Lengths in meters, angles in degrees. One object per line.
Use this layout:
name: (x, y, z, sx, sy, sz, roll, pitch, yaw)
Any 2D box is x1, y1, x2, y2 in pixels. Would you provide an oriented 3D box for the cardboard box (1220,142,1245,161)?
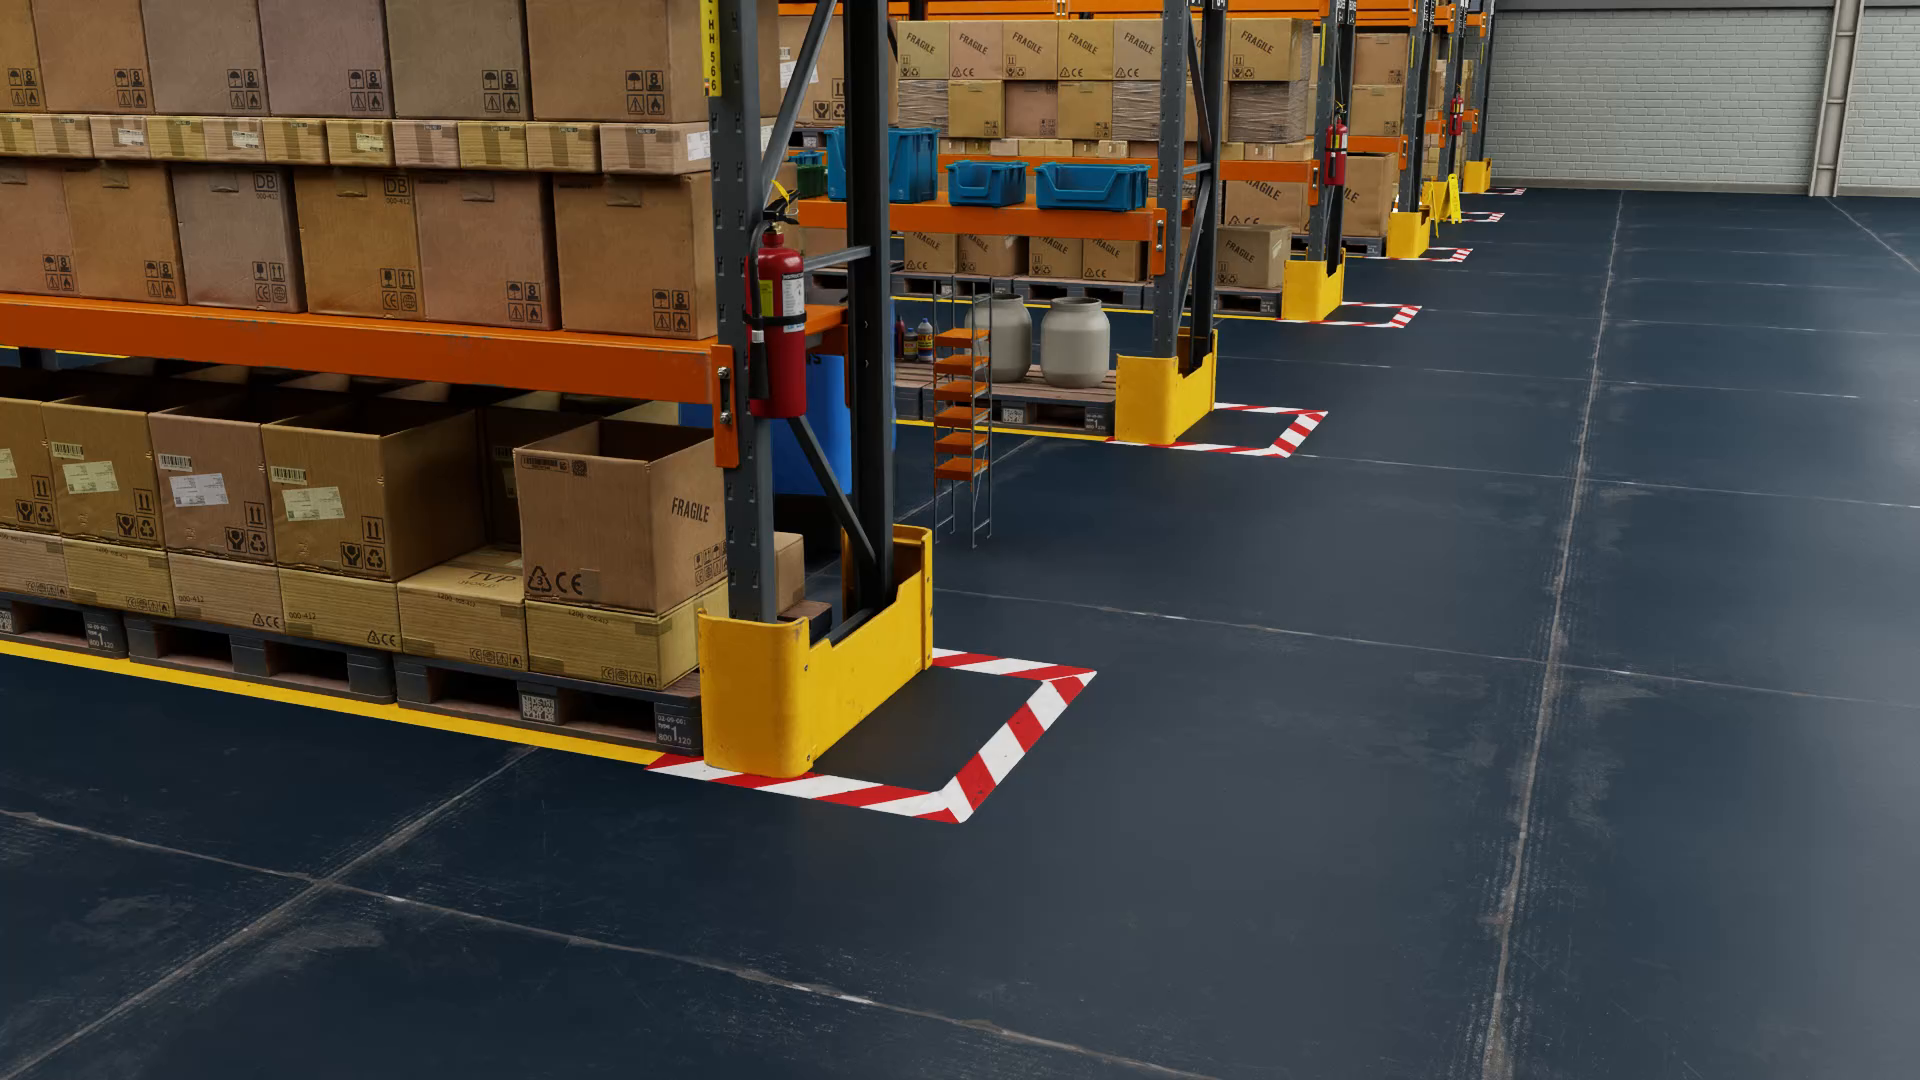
cardboard box: (2.335, -3.331, 14.216, 0.250, 0.149, 0.380, 6, 17, 21)

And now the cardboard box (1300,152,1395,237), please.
cardboard box: (4.419, -3.947, 18.948, 0.875, 0.875, 0.875, 6, 17, 21)

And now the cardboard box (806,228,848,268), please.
cardboard box: (-1.124, -2.926, 16.067, 0.500, 0.500, 0.700, 5, 17, 16)

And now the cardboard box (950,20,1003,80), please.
cardboard box: (0.230, -4.355, 14.789, 0.500, 0.500, 0.500, 6, 17, 21)

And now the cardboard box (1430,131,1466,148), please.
cardboard box: (8.071, -6.623, 27.493, 0.500, 0.250, 0.500, 7, 18, 22)

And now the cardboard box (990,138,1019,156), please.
cardboard box: (0.453, -3.519, 14.867, 0.250, 0.149, 0.380, 6, 17, 21)

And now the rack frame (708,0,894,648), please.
rack frame: (-0.478, -0.869, 5.286, 0.127, 3.000, 1.000, 6, 17, 21)

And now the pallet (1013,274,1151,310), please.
pallet: (1.216, -2.324, 15.299, 1.213, 0.211, 1.003, 6, 17, 21)

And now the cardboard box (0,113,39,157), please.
cardboard box: (-3.302, -1.482, 6.054, 0.250, 0.149, 0.380, 6, 17, 20)

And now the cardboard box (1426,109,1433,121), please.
cardboard box: (6.370, -5.870, 22.964, 0.250, 0.149, 0.380, 7, 18, 22)

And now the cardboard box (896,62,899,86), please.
cardboard box: (-0.529, -5.856, 20.493, 0.500, 0.500, 0.700, 6, 17, 20)

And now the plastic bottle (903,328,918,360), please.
plastic bottle: (-0.326, -1.297, 10.992, 0.097, 0.201, 0.097, 0, 16, 0)

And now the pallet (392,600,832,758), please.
pallet: (-1.205, 0.403, 5.907, 1.213, 0.211, 1.003, 6, 17, 21)

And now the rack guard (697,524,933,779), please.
rack guard: (-0.456, 0.334, 5.626, 0.348, 0.500, 1.175, 6, 17, 21)

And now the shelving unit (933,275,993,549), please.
shelving unit: (0.013, -0.575, 7.501, 0.189, 1.200, 0.258, 6, 17, 21)

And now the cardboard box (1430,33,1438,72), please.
cardboard box: (6.241, -6.674, 22.778, 0.500, 0.500, 0.700, 6, 17, 19)

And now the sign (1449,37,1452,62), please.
sign: (6.574, -6.574, 22.294, 0.005, 0.325, 0.100, 6, 17, 21)

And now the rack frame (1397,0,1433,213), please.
rack frame: (5.074, -4.714, 18.530, 0.127, 3.000, 1.000, 6, 17, 21)

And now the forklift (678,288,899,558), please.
forklift: (-1.864, -1.506, 7.603, 3.031, 2.935, 1.130, 3, 16, 10)

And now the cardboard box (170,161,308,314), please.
cardboard box: (-2.349, -1.126, 5.991, 0.500, 0.500, 0.700, 7, 18, 22)

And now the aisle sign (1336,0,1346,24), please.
aisle sign: (3.108, -4.602, 13.482, 0.004, 0.787, 0.394, 6, 17, 21)

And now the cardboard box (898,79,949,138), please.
cardboard box: (-0.165, -3.976, 15.275, 0.500, 0.500, 0.875, 6, 17, 21)

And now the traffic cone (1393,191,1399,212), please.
traffic cone: (5.923, -4.499, 22.341, 0.334, 0.463, 0.336, 6, 17, 21)

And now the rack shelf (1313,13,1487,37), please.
rack shelf: (6.754, -8.595, 27.810, 4.000, 0.370, 1.077, 6, 17, 21)

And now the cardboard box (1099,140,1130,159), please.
cardboard box: (1.385, -3.419, 14.520, 0.250, 0.149, 0.380, 6, 17, 21)

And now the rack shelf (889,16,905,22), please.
rack shelf: (-2.506, -8.126, 26.194, 4.000, 0.370, 1.077, 6, 17, 21)

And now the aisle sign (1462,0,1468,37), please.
aisle sign: (6.968, -7.330, 22.881, 0.004, 0.787, 0.394, 6, 17, 21)

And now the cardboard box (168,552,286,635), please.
cardboard box: (-2.485, 0.121, 6.054, 0.500, 0.250, 0.500, 6, 17, 21)

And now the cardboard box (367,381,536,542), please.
cardboard box: (-1.831, -0.321, 6.233, 0.500, 0.500, 0.500, 6, 17, 21)

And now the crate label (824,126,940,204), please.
crate label: (-0.469, -2.288, 10.112, 0.616, 0.435, 0.502, 6, 17, 21)

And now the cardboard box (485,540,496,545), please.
cardboard box: (-1.827, 0.036, 6.348, 0.500, 0.250, 0.500, 6, 17, 21)

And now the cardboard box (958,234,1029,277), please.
cardboard box: (0.332, -2.740, 15.462, 0.500, 0.500, 0.500, 13, 21, 38)

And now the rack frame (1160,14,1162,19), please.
rack frame: (3.075, -6.417, 24.397, 0.127, 3.000, 1.000, 6, 17, 21)

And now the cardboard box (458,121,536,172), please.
cardboard box: (-1.385, -1.270, 5.327, 0.250, 0.149, 0.380, 6, 17, 20)

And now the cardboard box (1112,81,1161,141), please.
cardboard box: (1.700, -3.774, 14.581, 0.500, 0.500, 0.875, 6, 17, 21)

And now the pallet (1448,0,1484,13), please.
pallet: (7.966, -8.773, 27.290, 1.213, 0.211, 1.003, 6, 17, 21)

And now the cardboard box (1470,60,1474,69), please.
cardboard box: (8.380, -7.888, 27.587, 0.250, 0.149, 0.380, 6, 17, 20)

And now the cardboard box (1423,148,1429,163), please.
cardboard box: (7.584, -6.440, 27.757, 0.500, 0.250, 0.500, 6, 17, 20)

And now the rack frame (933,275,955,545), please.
rack frame: (-0.072, -0.584, 7.534, 0.006, 1.200, 0.240, 6, 17, 21)

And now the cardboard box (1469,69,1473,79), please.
cardboard box: (8.394, -7.757, 27.671, 0.250, 0.149, 0.380, 6, 17, 19)

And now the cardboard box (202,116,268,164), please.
cardboard box: (-2.347, -1.376, 5.691, 0.250, 0.149, 0.380, 6, 17, 20)

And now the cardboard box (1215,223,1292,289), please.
cardboard box: (2.585, -2.507, 14.660, 0.500, 0.500, 0.500, 10, 19, 31)

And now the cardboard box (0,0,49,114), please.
cardboard box: (-3.314, -1.854, 6.173, 0.500, 0.500, 0.700, 6, 17, 20)

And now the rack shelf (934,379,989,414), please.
rack shelf: (0.013, -0.647, 7.480, 0.180, 0.103, 0.258, 6, 17, 21)

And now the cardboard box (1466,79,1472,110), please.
cardboard box: (8.255, -7.466, 27.832, 0.500, 0.500, 0.500, 7, 18, 22)

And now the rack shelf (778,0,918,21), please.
rack shelf: (-2.421, -5.146, 15.931, 4.000, 0.370, 1.077, 6, 17, 21)

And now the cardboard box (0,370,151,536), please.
cardboard box: (-3.415, -0.342, 6.303, 0.500, 0.500, 0.500, 6, 17, 21)

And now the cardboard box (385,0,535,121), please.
cardboard box: (-1.448, -1.649, 5.466, 0.500, 0.500, 0.700, 6, 17, 19)

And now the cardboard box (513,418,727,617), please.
cardboard box: (-1.086, -0.088, 5.429, 0.500, 0.500, 0.500, 6, 17, 21)

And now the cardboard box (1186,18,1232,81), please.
cardboard box: (2.091, -4.150, 14.084, 0.500, 0.500, 0.500, 6, 17, 21)

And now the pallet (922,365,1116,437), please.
pallet: (0.501, -0.894, 10.374, 1.213, 0.211, 1.003, 6, 17, 21)

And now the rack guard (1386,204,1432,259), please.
rack guard: (5.096, -3.511, 18.870, 0.348, 0.500, 1.175, 6, 17, 21)

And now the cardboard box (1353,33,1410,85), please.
cardboard box: (4.743, -5.352, 18.524, 0.550, 0.550, 0.875, 6, 17, 21)

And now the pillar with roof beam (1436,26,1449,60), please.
pillar with roof beam: (6.717, -9.365, 23.792, 0.400, 9.000, 9.100, 6, 17, 21)
